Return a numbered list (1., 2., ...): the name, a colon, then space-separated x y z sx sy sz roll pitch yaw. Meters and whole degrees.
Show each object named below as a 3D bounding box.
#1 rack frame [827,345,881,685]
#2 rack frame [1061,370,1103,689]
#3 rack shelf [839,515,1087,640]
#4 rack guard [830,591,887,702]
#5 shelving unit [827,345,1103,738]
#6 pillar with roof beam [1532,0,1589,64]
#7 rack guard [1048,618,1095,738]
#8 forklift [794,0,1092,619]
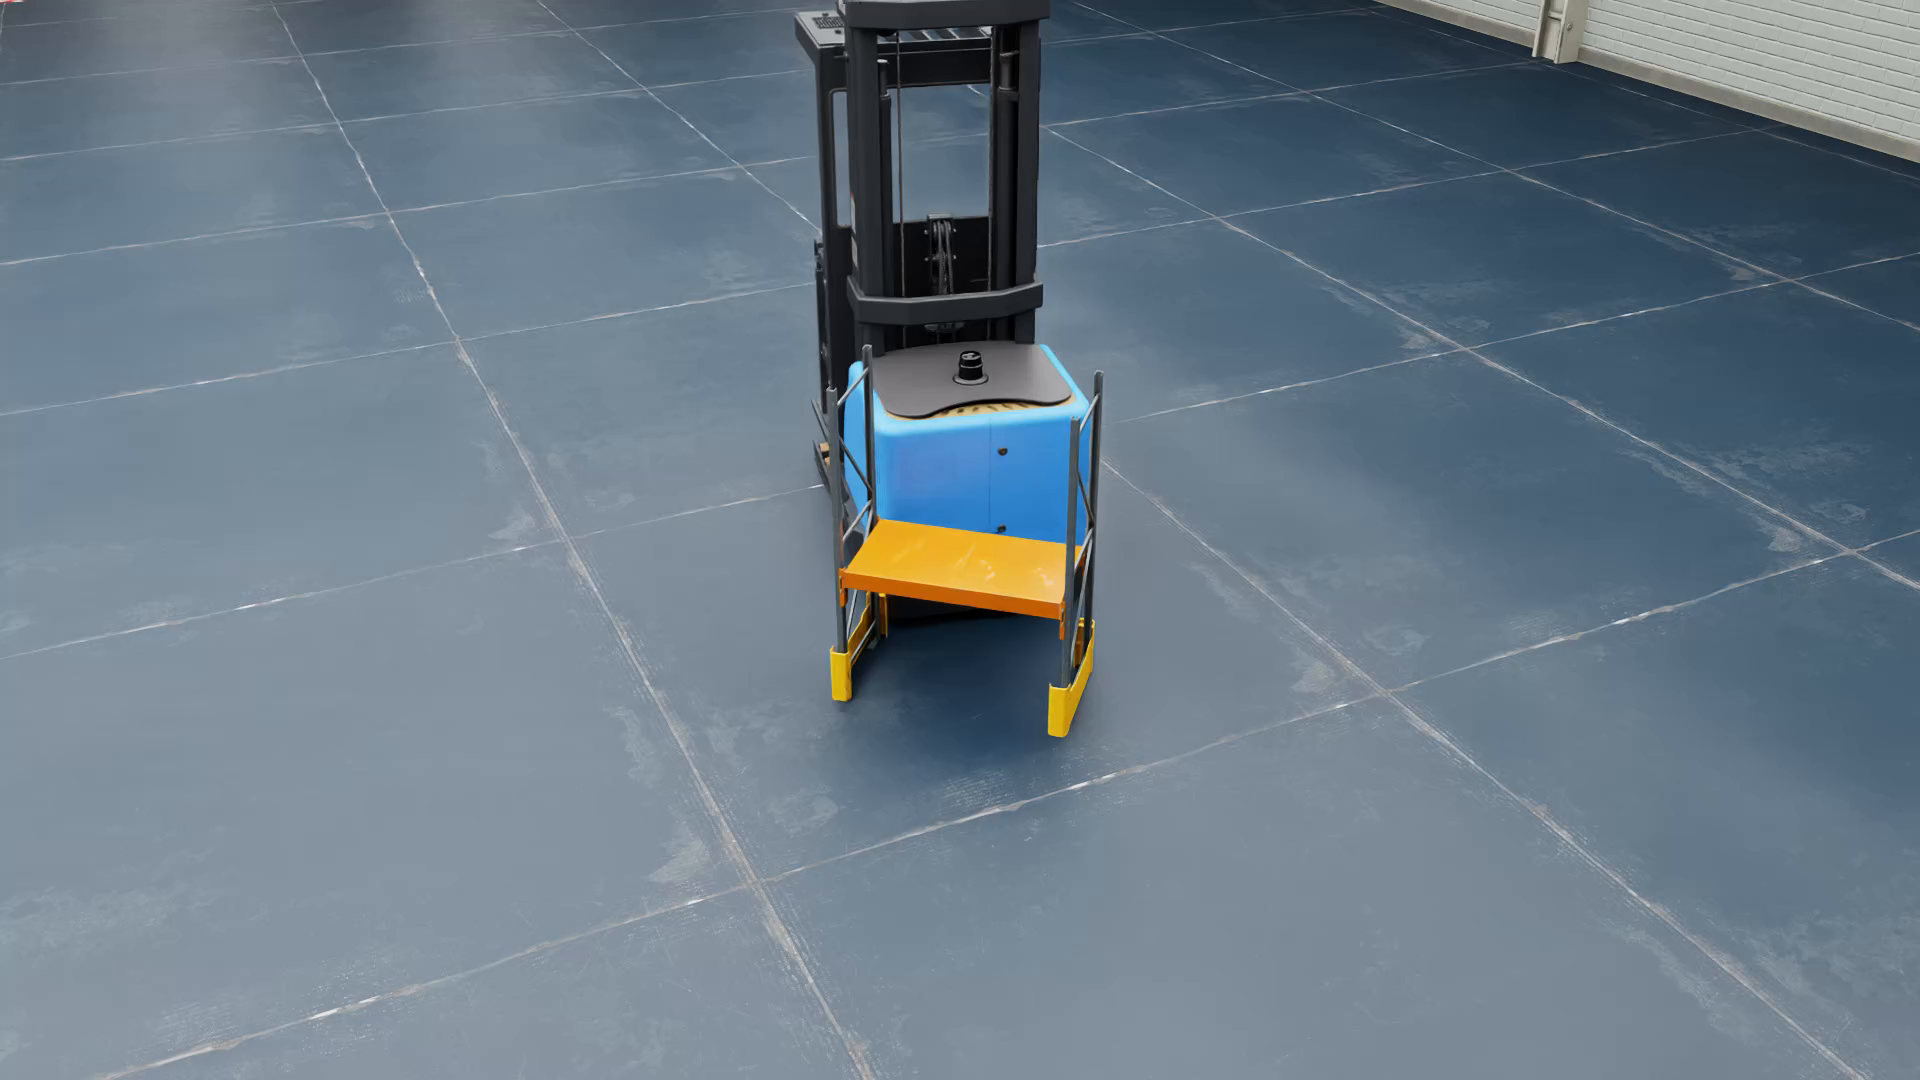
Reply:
1. rack frame: -0.461 -0.071 7.343 0.032 1.500 0.500 8 30 14
2. rack frame: 0.517 0.065 7.101 0.032 1.500 0.500 8 30 14
3. rack shelf: 0.028 0.154 7.310 1.000 0.185 0.538 8 30 14
4. rack guard: -0.460 0.474 7.648 0.087 0.250 0.587 8 30 14
5. shelving unit: 0.019 -0.004 7.224 1.083 1.500 0.587 8 30 14
6. pillar with roof beam: 2.590 -8.264 14.287 9.100 9.000 0.400 -13 32 -22
7. rack guard: 0.498 0.607 7.411 0.087 0.250 0.587 8 30 14
8. forklift: -0.209 -1.608 8.621 1.130 2.935 3.031 -7 30 -12
